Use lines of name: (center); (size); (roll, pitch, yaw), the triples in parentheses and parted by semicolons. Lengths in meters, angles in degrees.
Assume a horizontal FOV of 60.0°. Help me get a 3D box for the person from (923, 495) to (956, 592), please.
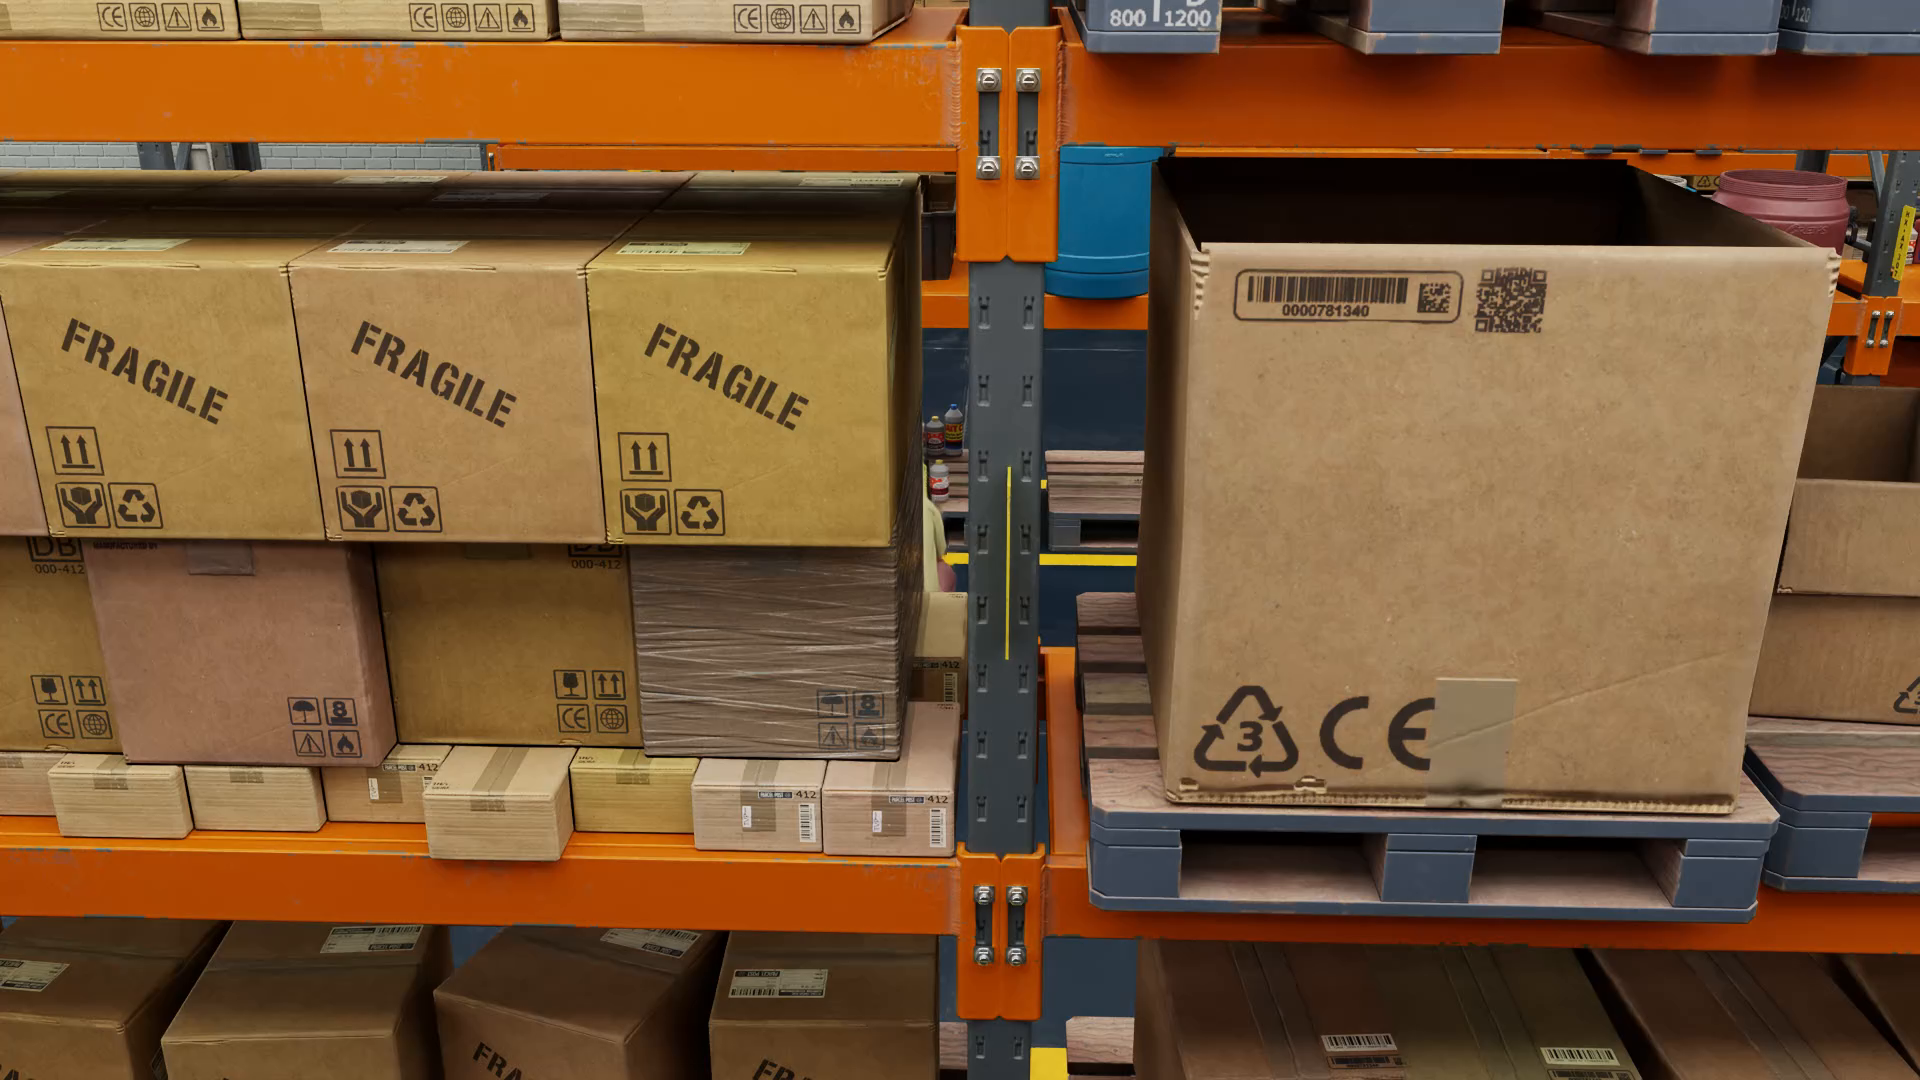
person: (-0.262, 0.125, 6.977); (0.485, 0.810, 0.801); (1, 21, 2)
